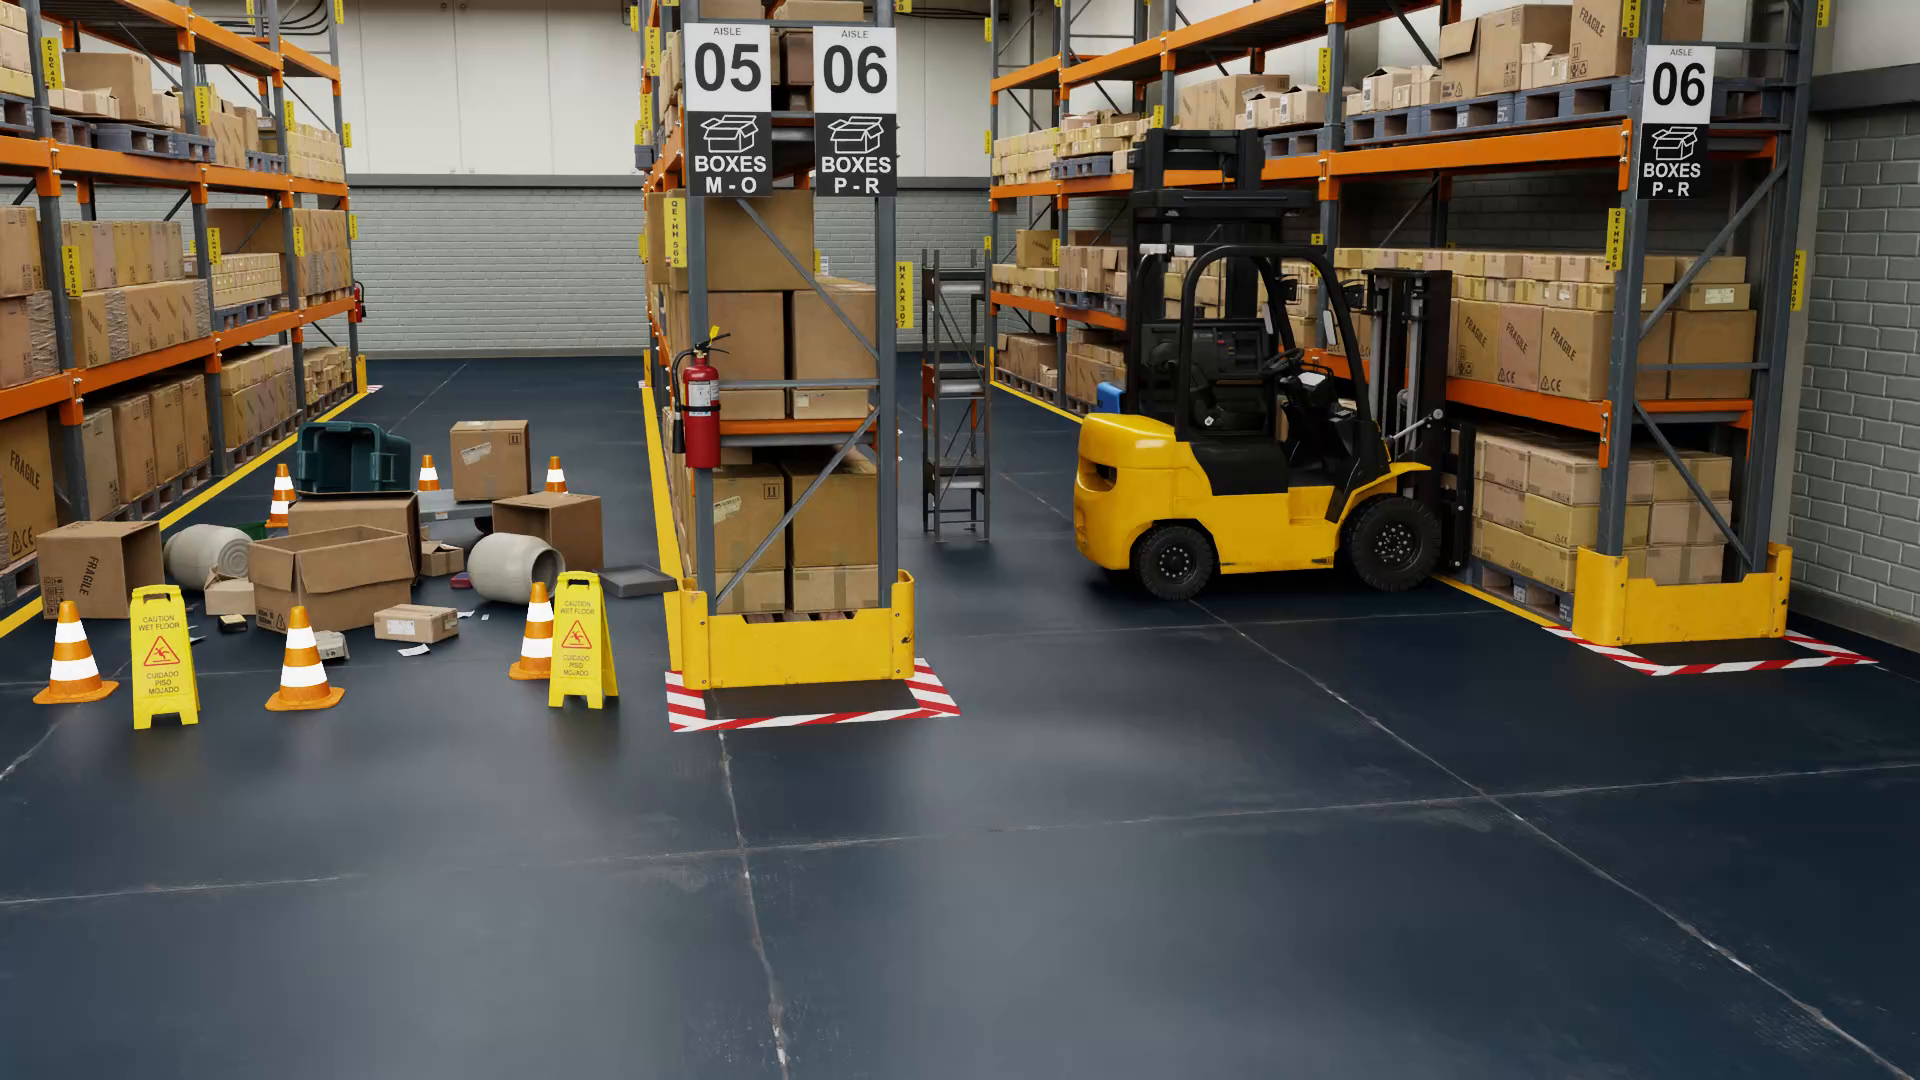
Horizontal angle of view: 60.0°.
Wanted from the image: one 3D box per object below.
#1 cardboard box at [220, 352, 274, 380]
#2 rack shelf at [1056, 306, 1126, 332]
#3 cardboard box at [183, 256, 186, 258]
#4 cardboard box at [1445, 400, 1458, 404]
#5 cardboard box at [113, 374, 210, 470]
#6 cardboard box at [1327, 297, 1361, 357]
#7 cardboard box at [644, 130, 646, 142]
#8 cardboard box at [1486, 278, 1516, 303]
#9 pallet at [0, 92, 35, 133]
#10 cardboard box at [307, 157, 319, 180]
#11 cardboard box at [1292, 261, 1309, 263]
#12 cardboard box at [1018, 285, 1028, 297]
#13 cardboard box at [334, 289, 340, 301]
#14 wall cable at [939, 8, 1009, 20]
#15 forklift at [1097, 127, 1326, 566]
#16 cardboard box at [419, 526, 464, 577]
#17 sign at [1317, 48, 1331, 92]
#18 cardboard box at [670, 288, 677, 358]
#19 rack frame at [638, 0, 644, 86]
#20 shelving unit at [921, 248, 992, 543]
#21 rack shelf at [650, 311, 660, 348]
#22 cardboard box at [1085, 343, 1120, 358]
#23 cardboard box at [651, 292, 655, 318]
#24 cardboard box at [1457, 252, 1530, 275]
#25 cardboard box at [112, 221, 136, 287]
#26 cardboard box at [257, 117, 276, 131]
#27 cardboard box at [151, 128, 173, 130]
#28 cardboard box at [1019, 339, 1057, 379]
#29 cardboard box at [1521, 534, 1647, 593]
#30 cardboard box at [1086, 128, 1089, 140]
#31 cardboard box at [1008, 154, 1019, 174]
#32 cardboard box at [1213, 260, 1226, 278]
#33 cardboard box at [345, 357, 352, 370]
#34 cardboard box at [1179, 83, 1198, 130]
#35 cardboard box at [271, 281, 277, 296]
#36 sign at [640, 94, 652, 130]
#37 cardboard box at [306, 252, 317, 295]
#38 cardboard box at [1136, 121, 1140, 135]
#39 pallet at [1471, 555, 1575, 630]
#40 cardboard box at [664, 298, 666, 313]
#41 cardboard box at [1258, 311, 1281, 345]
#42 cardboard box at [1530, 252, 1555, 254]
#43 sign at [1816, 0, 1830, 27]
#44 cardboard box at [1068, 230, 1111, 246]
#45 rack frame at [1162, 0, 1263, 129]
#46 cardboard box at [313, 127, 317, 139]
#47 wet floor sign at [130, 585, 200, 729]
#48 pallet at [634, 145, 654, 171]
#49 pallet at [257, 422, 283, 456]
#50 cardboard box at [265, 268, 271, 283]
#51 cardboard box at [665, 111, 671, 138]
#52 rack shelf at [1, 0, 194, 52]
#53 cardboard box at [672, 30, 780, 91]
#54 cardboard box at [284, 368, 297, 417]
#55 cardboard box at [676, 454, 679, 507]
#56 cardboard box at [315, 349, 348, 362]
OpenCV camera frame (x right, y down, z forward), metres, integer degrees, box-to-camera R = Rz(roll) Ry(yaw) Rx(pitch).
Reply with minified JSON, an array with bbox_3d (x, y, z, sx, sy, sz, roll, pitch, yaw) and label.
[{"bbox_3d":[-7.388,-1.795,17.160,0.500,0.250,0.500,-3,11,-14],"label":"cardboard box"},{"bbox_3d":[2.109,-2.426,18.845,1.077,0.370,4.000,-2,11,-11],"label":"rack shelf"},{"bbox_3d":[-8.106,-2.816,16.925,0.380,0.149,0.250,-2,11,-9],"label":"cardboard box"},{"bbox_3d":[3.561,-0.943,12.683,0.500,0.250,0.500,-2,11,-10],"label":"cardboard box"},{"bbox_3d":[-7.176,-1.019,14.422,1.050,0.750,0.750,-2,11,-12],"label":"cardboard box"},{"bbox_3d":[3.106,-1.637,12.509,0.500,0.500,0.500,-2,11,-13],"label":"cardboard box"},{"bbox_3d":[-3.262,-4.522,18.519,0.500,0.500,0.500,-2,11,-12],"label":"cardboard box"},{"bbox_3d":[3.507,-1.555,10.344,0.380,0.149,0.250,-2,11,-13],"label":"cardboard box"},{"bbox_3d":[-6.279,-2.579,9.938,1.003,0.211,1.213,-2,11,-11],"label":"pallet"},{"bbox_3d":[-8.004,-4.449,19.926,0.500,0.250,0.500,-2,11,-9],"label":"cardboard box"},{"bbox_3d":[3.167,-2.400,14.784,0.380,0.149,0.250,-2,11,-11],"label":"cardboard box"},{"bbox_3d":[1.010,-3.401,22.713,0.380,0.149,0.250,-2,11,-10],"label":"cardboard box"},{"bbox_3d":[-8.274,-3.189,21.600,0.380,0.149,0.250,-2,11,-9],"label":"cardboard box"},{"bbox_3d":[1.100,-10.641,29.161,2.988,3.039,0.133,-2,11,-11],"label":"wall cable"},{"bbox_3d":[1.745,-1.359,11.499,1.130,2.935,3.031,-1,11,-7],"label":"forklift"},{"bbox_3d":[-3.539,0.073,11.104,0.396,0.266,0.258,9,14,38],"label":"cardboard box"},{"bbox_3d":[2.745,-3.540,12.525,0.100,0.325,0.005,-2,11,-11],"label":"sign"},{"bbox_3d":[-1.575,-1.419,10.564,0.500,0.500,0.500,-2,11,-11],"label":"cardboard box"},{"bbox_3d":[-3.926,-6.646,23.046,1.000,3.000,0.127,-2,11,-11],"label":"rack frame"},{"bbox_3d":[-0.032,-1.062,12.160,0.431,2.100,0.503,-2,11,-11],"label":"shelving unit"},{"bbox_3d":[-2.759,-2.245,17.893,1.077,0.370,4.000,-2,11,-11],"label":"rack shelf"},{"bbox_3d":[1.719,-2.273,19.945,0.380,0.149,0.250,-3,11,-14],"label":"cardboard box"},{"bbox_3d":[-3.047,-2.520,17.814,0.500,0.250,0.500,-2,11,-12],"label":"cardboard box"},{"bbox_3d":[3.473,-1.798,10.825,0.380,0.149,0.250,-2,11,-10],"label":"cardboard box"},{"bbox_3d":[-6.828,-2.210,12.844,0.700,0.500,0.500,-2,11,-12],"label":"cardboard box"},{"bbox_3d":[-7.803,-4.670,18.686,0.380,0.149,0.250,-2,11,-12],"label":"cardboard box"},{"bbox_3d":[-6.874,-3.545,14.013,0.380,0.166,0.250,-2,11,-11],"label":"cardboard box"},{"bbox_3d":[1.101,-2.484,22.786,0.500,0.500,0.500,-2,11,-10],"label":"cardboard box"},{"bbox_3d":[3.652,0.124,9.752,0.500,0.250,0.500,-2,11,-11],"label":"cardboard box"},{"bbox_3d":[1.660,-4.642,19.026,0.380,0.149,0.250,-2,11,-10],"label":"cardboard box"},{"bbox_3d":[0.966,-5.148,22.804,0.500,0.250,0.500,-2,11,-13],"label":"cardboard box"},{"bbox_3d":[2.532,-2.475,15.175,0.380,0.149,0.250,-2,11,-10],"label":"cardboard box"},{"bbox_3d":[-8.380,-2.366,22.309,0.380,0.149,0.250,-2,11,-13],"label":"cardboard box"},{"bbox_3d":[2.400,-4.049,15.767,0.500,0.500,0.500,-2,11,-11],"label":"cardboard box"},{"bbox_3d":[-7.662,-2.736,18.099,0.380,0.149,0.250,-2,11,-11],"label":"cardboard box"},{"bbox_3d":[-2.916,-3.979,15.464,0.100,0.325,0.005,-2,11,-11],"label":"sign"},{"bbox_3d":[-7.937,-3.152,19.673,0.500,0.500,0.500,-2,11,-11],"label":"cardboard box"},{"bbox_3d":[2.084,-4.354,17.567,0.380,0.149,0.250,-2,11,-12],"label":"cardboard box"},{"bbox_3d":[3.864,0.286,10.131,1.003,0.211,1.213,-2,11,-11],"label":"pallet"},{"bbox_3d":[-2.426,-2.092,14.714,0.380,0.149,0.250,-2,11,-11],"label":"cardboard box"},{"bbox_3d":[2.818,-1.780,13.929,0.500,0.250,0.500,-2,11,-11],"label":"cardboard box"},{"bbox_3d":[3.925,-1.813,10.904,0.380,0.149,0.250,-2,11,-11],"label":"cardboard box"},{"bbox_3d":[4.599,-2.906,8.872,0.100,0.325,0.005,-2,11,-11],"label":"sign"},{"bbox_3d":[1.691,-3.870,22.107,0.500,0.500,0.500,-2,11,-13],"label":"cardboard box"},{"bbox_3d":[2.498,-5.360,16.289,1.000,3.000,0.127,-2,11,-11],"label":"rack frame"},{"bbox_3d":[-8.132,-5.008,20.462,0.380,0.149,0.250,-2,11,-13],"label":"cardboard box"},{"bbox_3d":[-3.703,0.524,7.717,0.267,0.644,0.232,-4,12,-21],"label":"wet floor sign"},{"bbox_3d":[-2.548,-3.728,16.246,1.213,0.211,1.003,-2,11,-8],"label":"pallet"},{"bbox_3d":[-7.591,-1.030,17.042,1.003,0.211,1.213,-2,11,-11],"label":"pallet"},{"bbox_3d":[-7.615,-2.836,17.827,0.380,0.149,0.250,-2,11,-9],"label":"cardboard box"},{"bbox_3d":[-1.608,-2.542,10.181,0.380,0.149,0.250,-2,11,-12],"label":"cardboard box"},{"bbox_3d":[-6.817,-4.063,12.472,1.077,0.370,4.000,-2,11,-11],"label":"rack shelf"},{"bbox_3d":[-1.178,-2.394,8.337,0.500,0.250,0.500,-2,11,-12],"label":"cardboard box"},{"bbox_3d":[-7.593,-1.618,18.239,0.500,0.500,0.500,-2,11,-12],"label":"cardboard box"},{"bbox_3d":[-1.627,-0.506,11.058,0.500,0.500,0.500,-2,11,-9],"label":"cardboard box"},{"bbox_3d":[-8.243,-2.419,21.796,0.380,0.149,0.250,-2,11,-12],"label":"cardboard box"}]
